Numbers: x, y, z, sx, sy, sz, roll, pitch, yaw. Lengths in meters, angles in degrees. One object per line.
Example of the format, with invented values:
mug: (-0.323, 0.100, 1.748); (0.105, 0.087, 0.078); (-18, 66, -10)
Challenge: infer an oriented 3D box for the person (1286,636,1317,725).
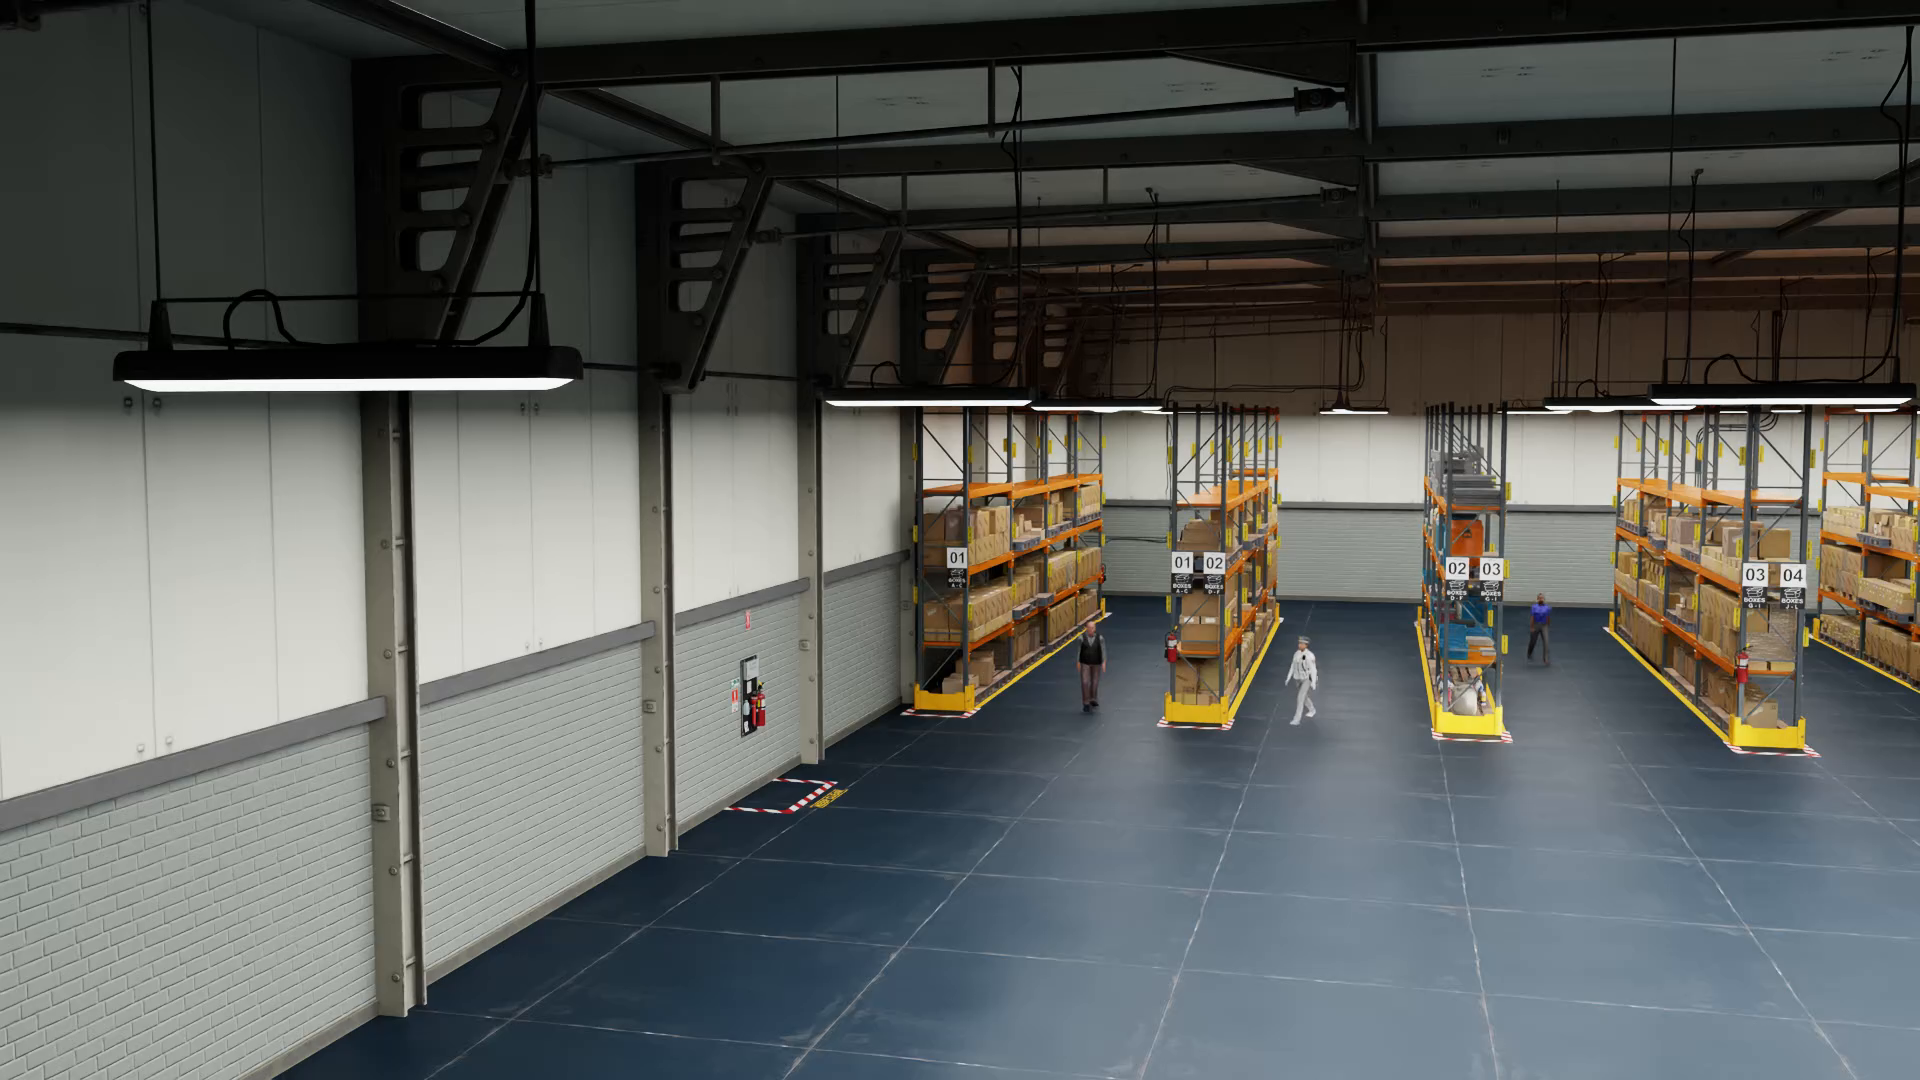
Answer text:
person: (6.423, 2.593, 31.068); (1.062, 1.625, 0.539); (-4, 6, -44)

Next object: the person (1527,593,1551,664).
person: (13.499, 2.040, 38.692); (0.477, 1.604, 0.984); (0, 4, 4)

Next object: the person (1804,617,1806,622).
person: (22.374, 1.728, 44.413); (0.750, 1.399, 0.453); (-2, 5, -24)

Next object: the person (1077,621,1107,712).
person: (2.581, 2.465, 32.626); (0.584, 1.745, 0.658); (0, 4, 1)
